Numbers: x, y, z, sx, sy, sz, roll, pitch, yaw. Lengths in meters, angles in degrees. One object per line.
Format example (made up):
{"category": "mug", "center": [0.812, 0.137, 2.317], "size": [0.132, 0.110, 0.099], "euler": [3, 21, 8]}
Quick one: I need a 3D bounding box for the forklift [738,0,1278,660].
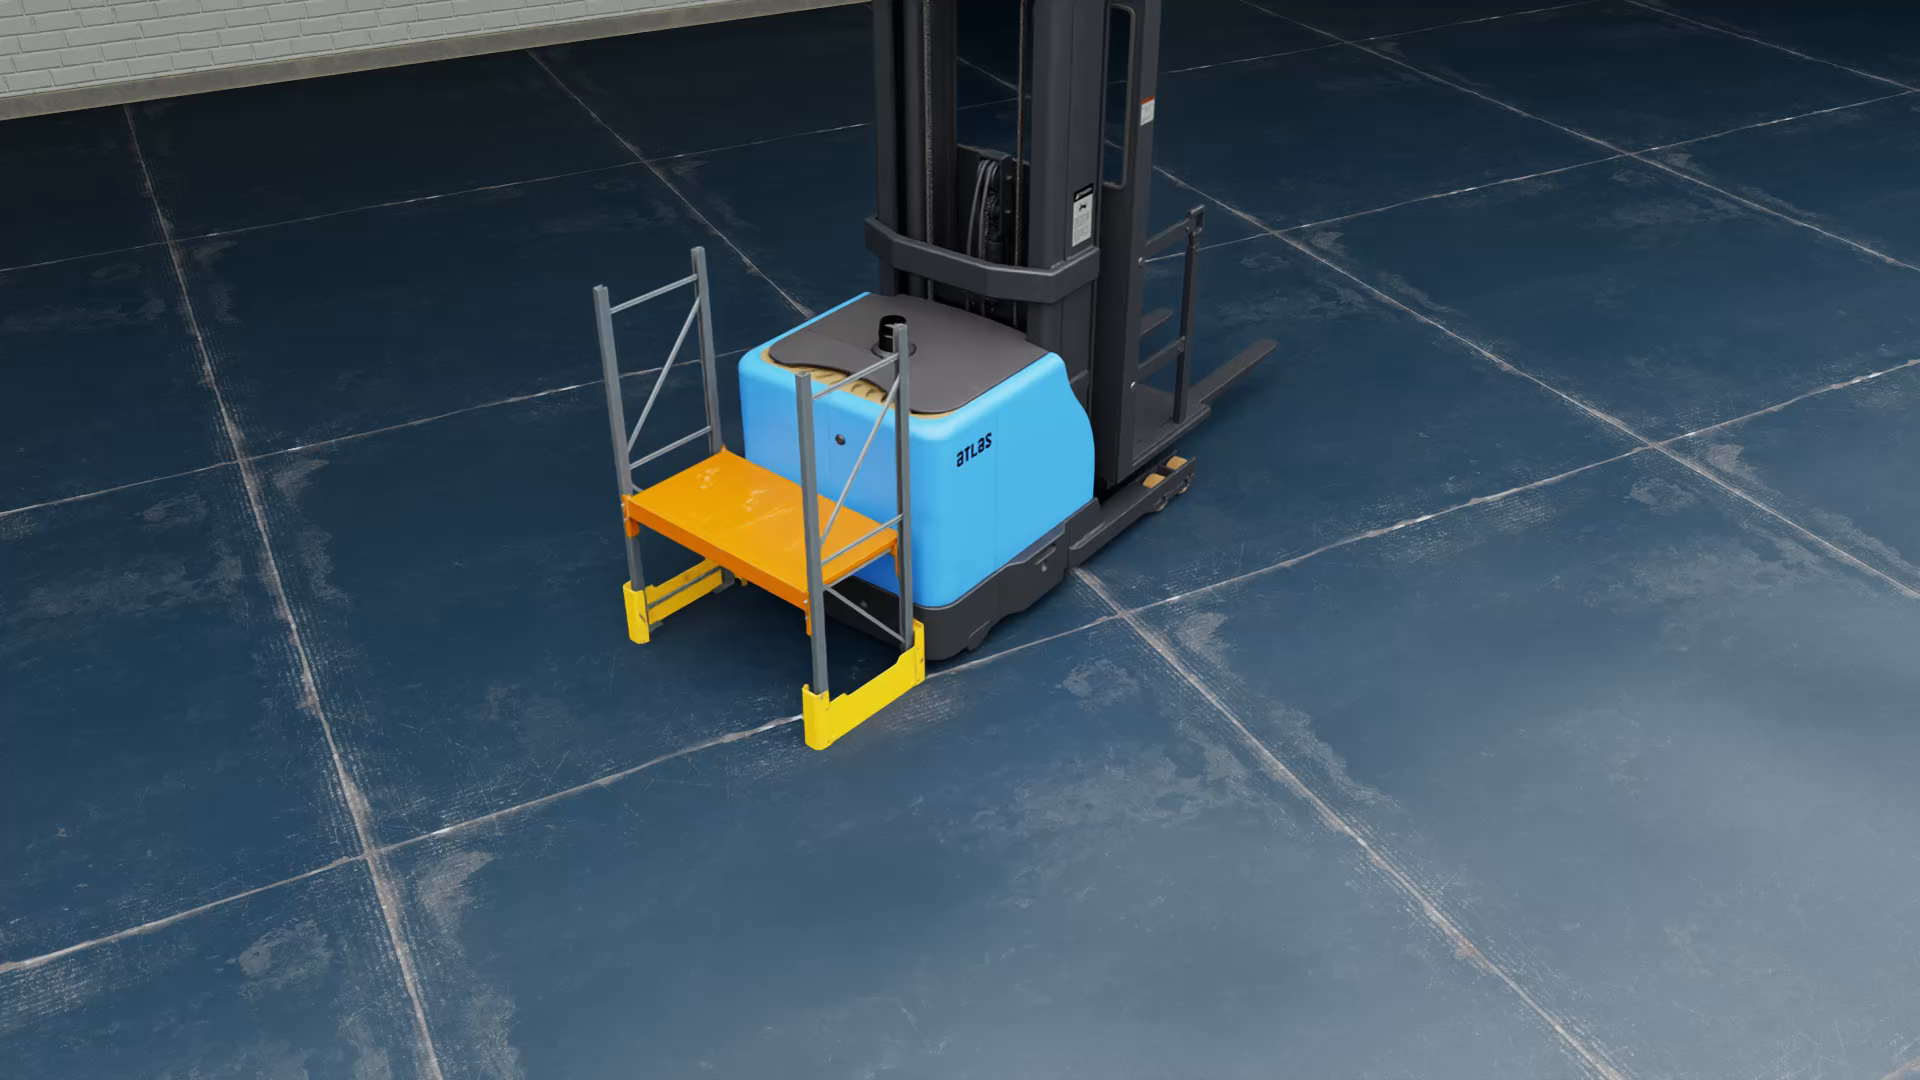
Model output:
{"category": "forklift", "center": [0.423, -1.508, 6.887], "size": [1.130, 2.935, 3.031], "euler": [22, 39, 31]}

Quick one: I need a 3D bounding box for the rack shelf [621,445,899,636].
{"category": "rack shelf", "center": [-0.735, -0.022, 6.226], "size": [1.000, 0.185, 0.538], "euler": [25, 40, 33]}

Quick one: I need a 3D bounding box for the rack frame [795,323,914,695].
{"category": "rack frame", "center": [-0.351, 0.007, 5.849], "size": [0.032, 1.500, 0.500], "euler": [25, 40, 33]}

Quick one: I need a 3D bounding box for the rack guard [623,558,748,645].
{"category": "rack guard", "center": [-1.104, 0.180, 6.736], "size": [0.087, 0.250, 0.587], "euler": [25, 40, 33]}

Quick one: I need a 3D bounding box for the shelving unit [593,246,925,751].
{"category": "shelving unit", "center": [-0.728, -0.170, 6.124], "size": [1.083, 1.500, 0.587], "euler": [25, 40, 33]}

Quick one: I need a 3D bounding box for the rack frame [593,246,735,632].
{"category": "rack frame", "center": [-1.119, -0.353, 6.410], "size": [0.032, 1.500, 0.500], "euler": [25, 40, 33]}

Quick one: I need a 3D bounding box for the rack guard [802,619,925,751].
{"category": "rack guard", "center": [-0.351, 0.532, 6.187], "size": [0.087, 0.250, 0.587], "euler": [25, 40, 33]}
